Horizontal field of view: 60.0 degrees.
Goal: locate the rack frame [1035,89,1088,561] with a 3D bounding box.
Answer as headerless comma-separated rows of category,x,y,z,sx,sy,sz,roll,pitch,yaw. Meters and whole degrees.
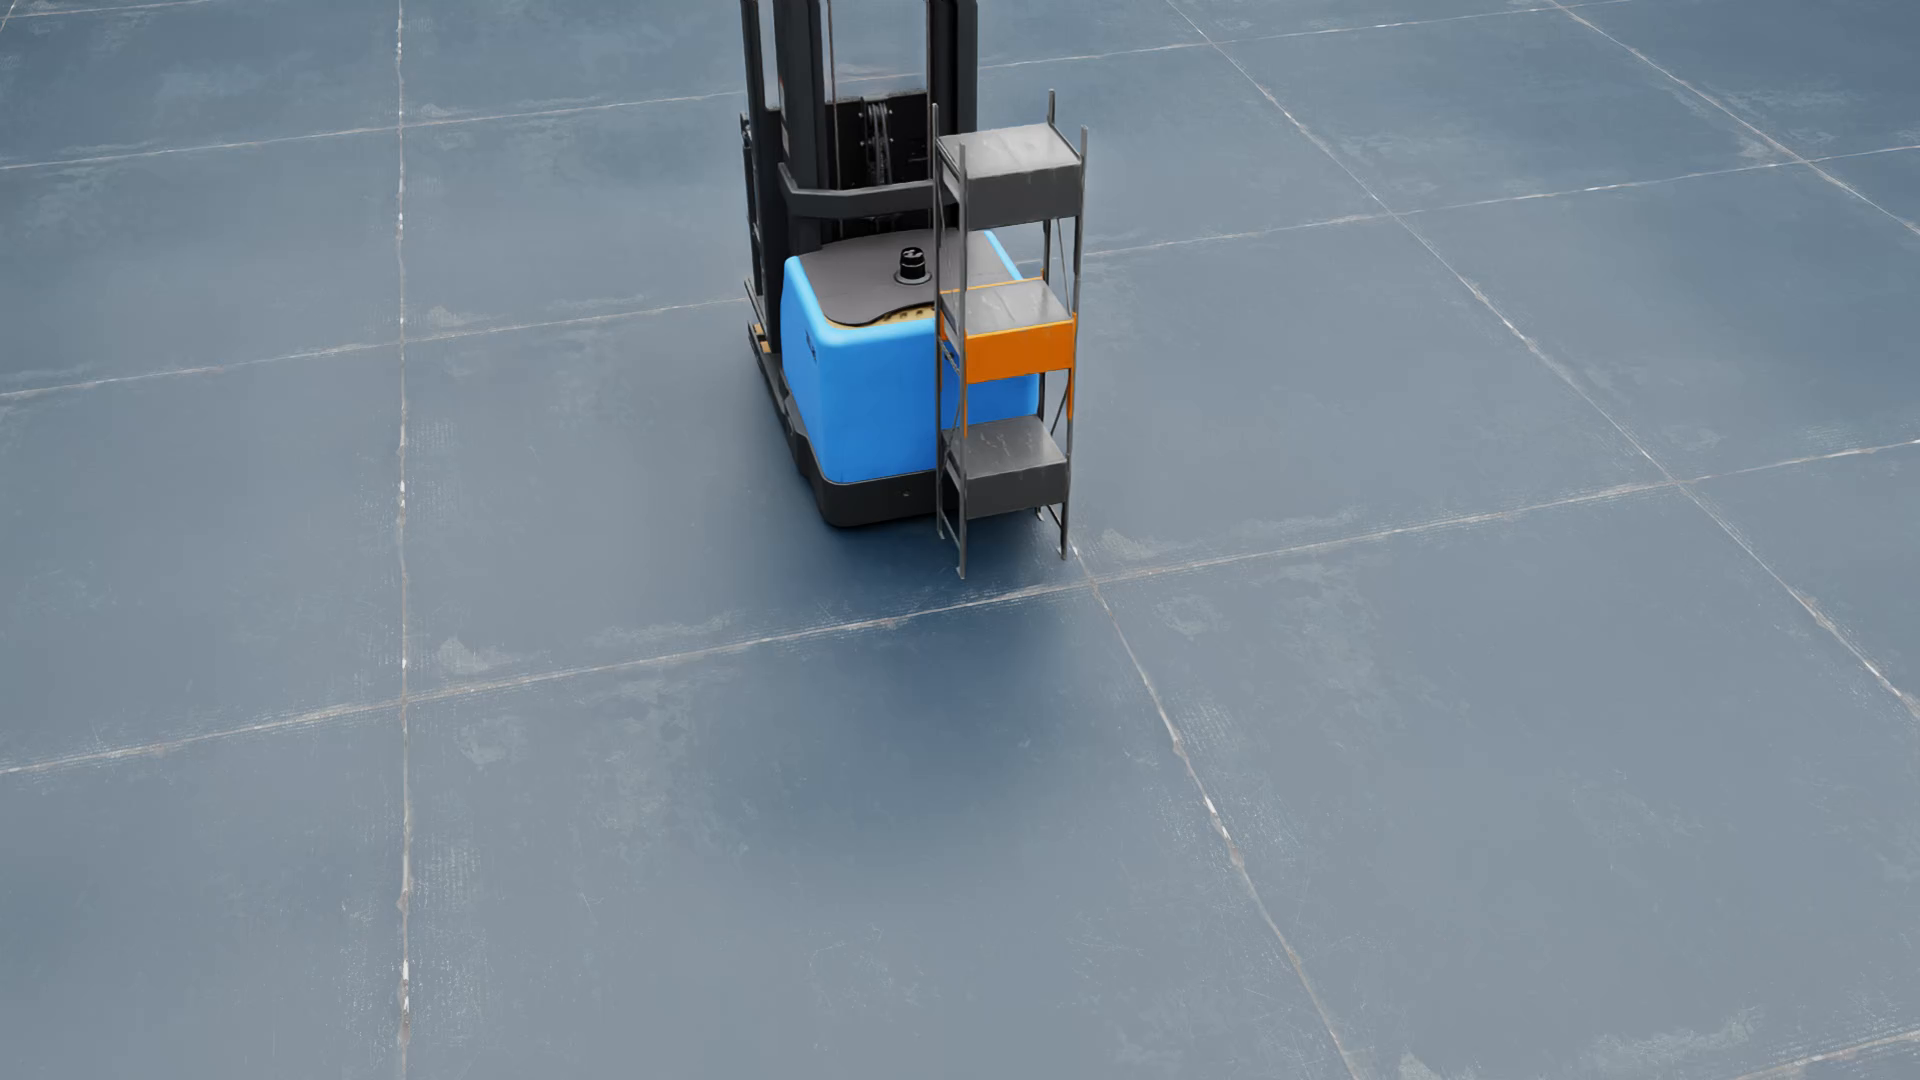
rack frame,0.423,-0.853,7.137,0.015,2.100,0.400,-11,39,-13

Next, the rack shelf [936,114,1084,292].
rack shelf,0.190,-1.355,6.663,0.480,0.518,0.431,-11,39,-13

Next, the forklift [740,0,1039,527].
forklift,-0.523,-2.124,8.115,1.130,2.935,3.031,-10,39,-13

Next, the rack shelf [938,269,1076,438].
rack shelf,0.190,-0.799,7.088,0.480,0.518,0.431,-11,39,-13

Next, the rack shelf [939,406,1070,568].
rack shelf,0.190,-0.243,7.514,0.480,0.518,0.431,-11,39,-13

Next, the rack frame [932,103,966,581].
rack frame,-0.044,-0.766,7.023,0.015,2.100,0.400,-11,39,-13

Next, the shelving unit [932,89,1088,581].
shelving unit,0.190,-0.810,7.080,0.503,2.100,0.431,-11,39,-13
